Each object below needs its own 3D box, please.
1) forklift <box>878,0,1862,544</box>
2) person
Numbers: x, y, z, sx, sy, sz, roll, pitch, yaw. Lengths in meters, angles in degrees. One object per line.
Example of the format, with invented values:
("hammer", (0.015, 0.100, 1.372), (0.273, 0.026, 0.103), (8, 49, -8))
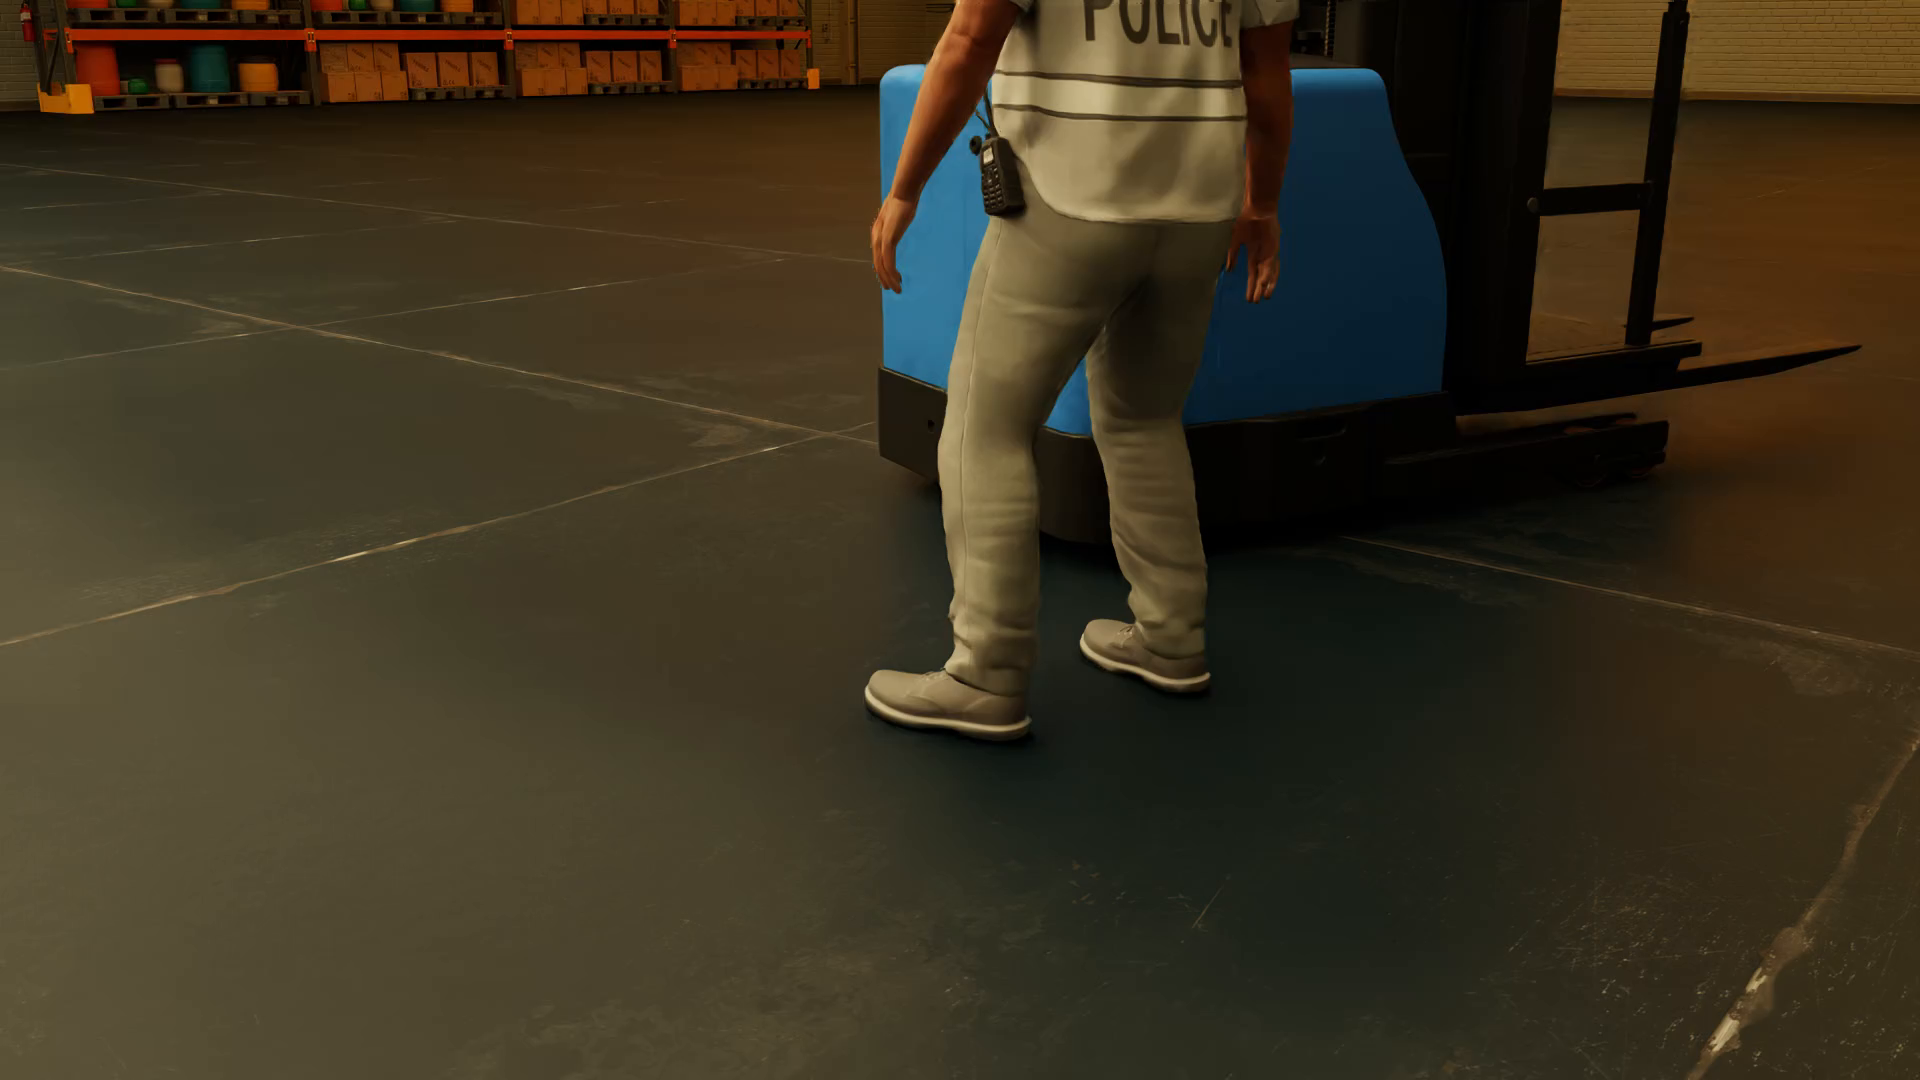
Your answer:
("forklift", (1.321, -1.662, 4.372), (3.031, 2.935, 1.130), (-9, 19, -28))
("person", (0.230, -0.552, 2.788), (0.790, 1.728, 0.384), (-10, 20, -30))
